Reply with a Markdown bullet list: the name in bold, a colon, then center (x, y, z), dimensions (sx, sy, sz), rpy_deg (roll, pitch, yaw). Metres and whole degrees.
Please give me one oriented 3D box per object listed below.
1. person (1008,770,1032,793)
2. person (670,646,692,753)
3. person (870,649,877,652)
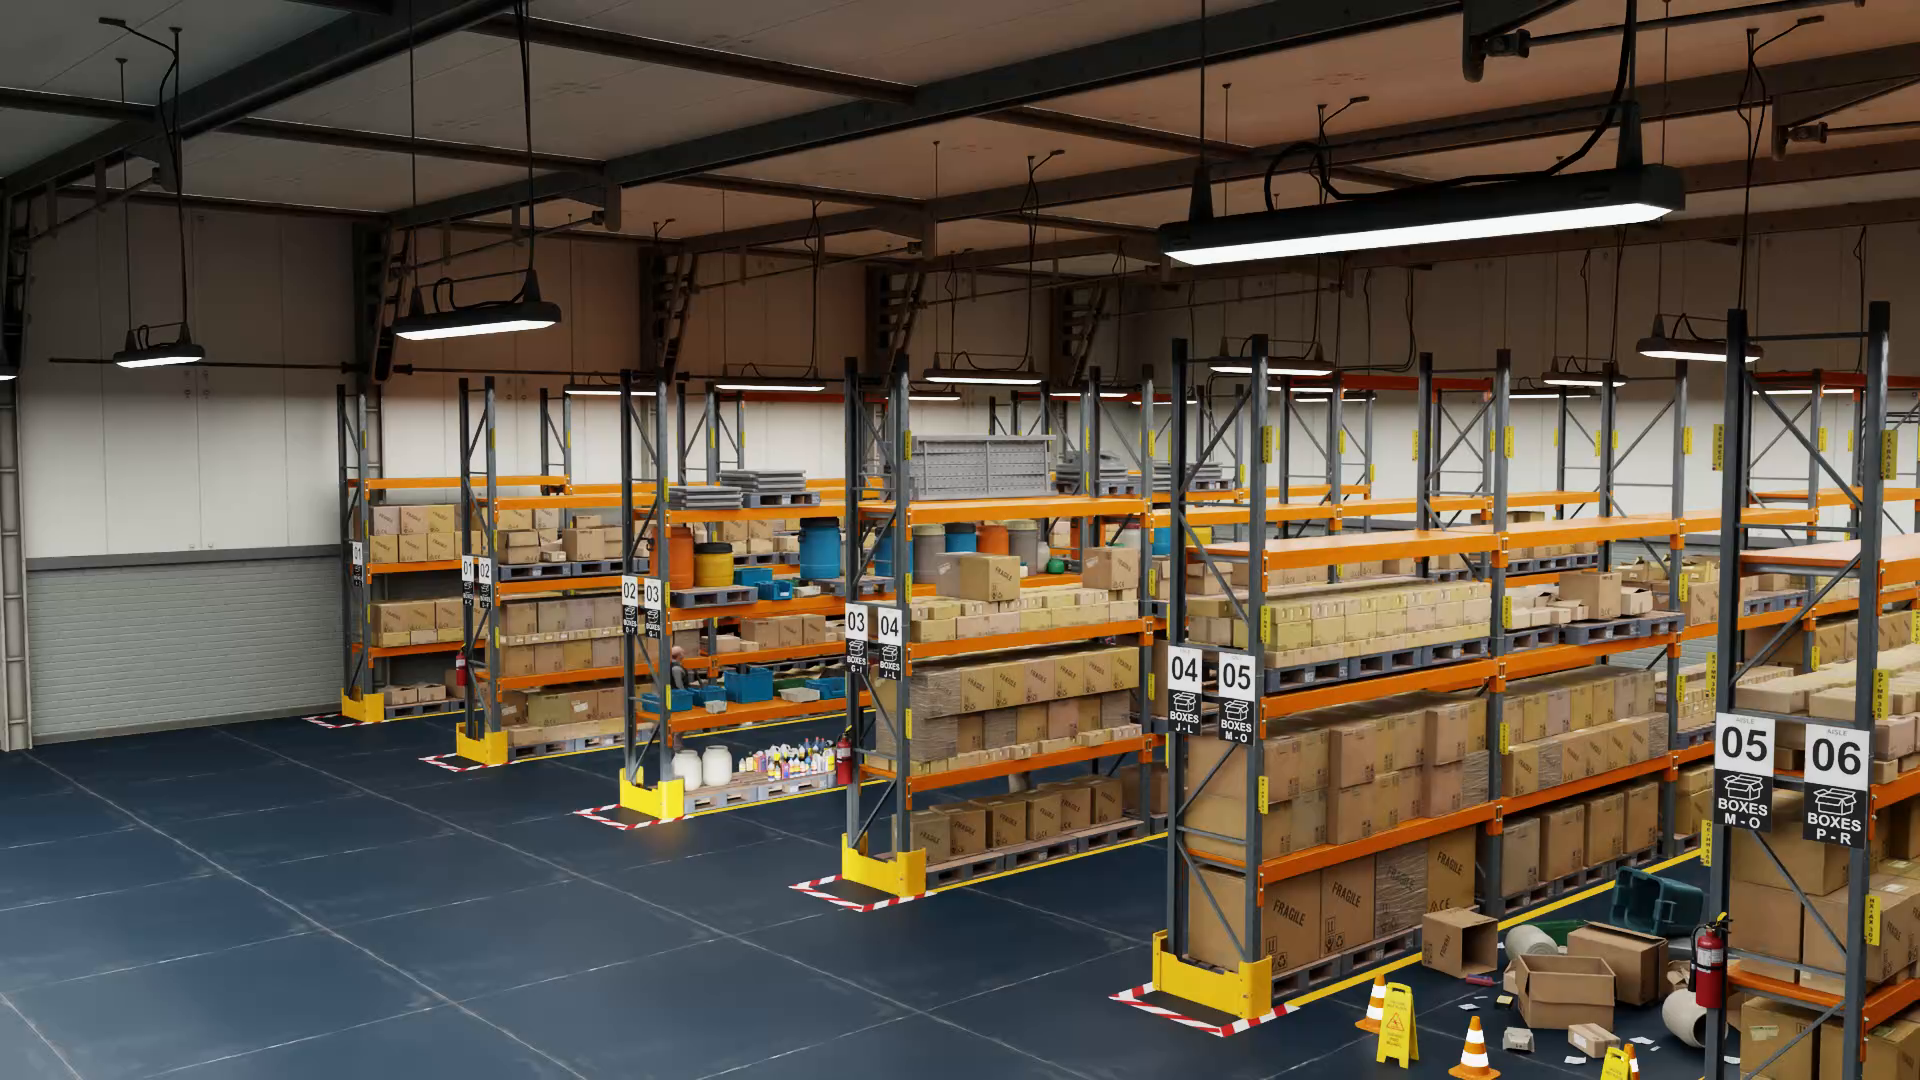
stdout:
- **person**: center (0.771, 2.828, 22.410), dimensions (0.454, 1.723, 0.597), rpy_deg (3, 5, 34)
- **person**: center (-4.507, 2.547, 26.569), dimensions (0.481, 1.713, 0.536), rpy_deg (0, 4, -8)
- **person**: center (-1.701, 1.957, 34.902), dimensions (0.628, 1.778, 0.515), rpy_deg (0, 4, -2)
